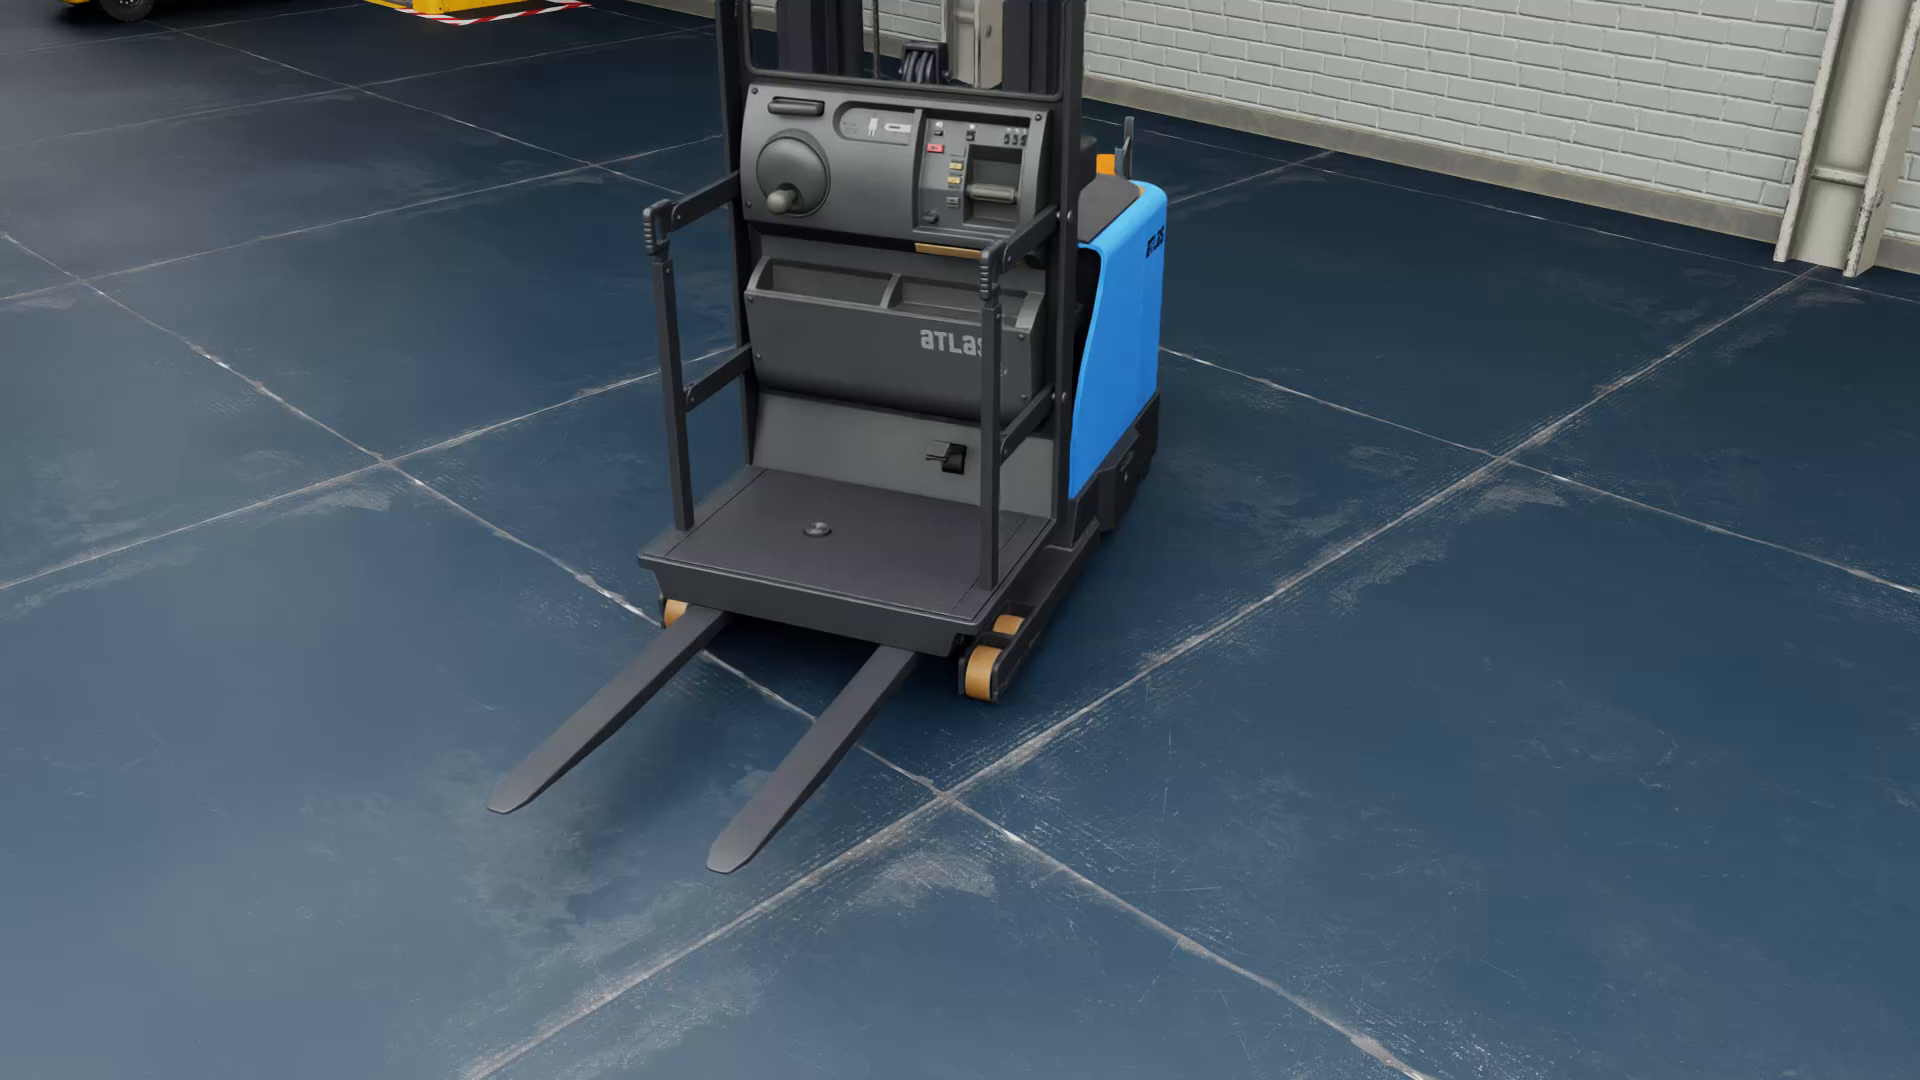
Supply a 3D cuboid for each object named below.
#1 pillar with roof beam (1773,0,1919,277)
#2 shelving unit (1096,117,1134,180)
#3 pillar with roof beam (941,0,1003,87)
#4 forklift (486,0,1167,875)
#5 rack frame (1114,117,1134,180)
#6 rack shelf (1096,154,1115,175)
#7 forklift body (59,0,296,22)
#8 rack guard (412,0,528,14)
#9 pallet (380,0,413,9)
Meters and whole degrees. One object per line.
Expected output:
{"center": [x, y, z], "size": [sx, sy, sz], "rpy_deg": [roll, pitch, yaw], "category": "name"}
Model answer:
{"center": [1.365, -3.967, 3.624], "size": [0.400, 9.000, 9.100], "rpy_deg": [25, 36, 38], "category": "pillar with roof beam"}
{"center": [0.118, -1.072, 6.580], "size": [1.048, 1.125, 0.538], "rpy_deg": [5, 28, 9], "category": "shelving unit"}
{"center": [-2.913, -5.924, 7.348], "size": [0.400, 9.000, 9.100], "rpy_deg": [25, 36, 38], "category": "pillar with roof beam"}
{"center": [-0.279, -1.046, 4.591], "size": [1.130, 2.935, 3.031], "rpy_deg": [11, 30, 19], "category": "forklift"}
{"center": [0.619, -1.032, 6.504], "size": [0.032, 1.125, 0.500], "rpy_deg": [5, 28, 9], "category": "rack frame"}
{"center": [0.118, -1.331, 6.444], "size": [1.000, 0.278, 0.538], "rpy_deg": [5, 28, 9], "category": "rack shelf"}
{"center": [-6.940, -5.767, 14.406], "size": [1.214, 2.155, 2.313], "rpy_deg": [25, 36, 38], "category": "forklift body"}
{"center": [-4.292, -5.015, 14.750], "size": [0.348, 0.500, 1.175], "rpy_deg": [25, 36, 38], "category": "rack guard"}
{"center": [-4.884, -5.131, 15.280], "size": [1.213, 0.211, 1.003], "rpy_deg": [25, 36, 38], "category": "pallet"}
